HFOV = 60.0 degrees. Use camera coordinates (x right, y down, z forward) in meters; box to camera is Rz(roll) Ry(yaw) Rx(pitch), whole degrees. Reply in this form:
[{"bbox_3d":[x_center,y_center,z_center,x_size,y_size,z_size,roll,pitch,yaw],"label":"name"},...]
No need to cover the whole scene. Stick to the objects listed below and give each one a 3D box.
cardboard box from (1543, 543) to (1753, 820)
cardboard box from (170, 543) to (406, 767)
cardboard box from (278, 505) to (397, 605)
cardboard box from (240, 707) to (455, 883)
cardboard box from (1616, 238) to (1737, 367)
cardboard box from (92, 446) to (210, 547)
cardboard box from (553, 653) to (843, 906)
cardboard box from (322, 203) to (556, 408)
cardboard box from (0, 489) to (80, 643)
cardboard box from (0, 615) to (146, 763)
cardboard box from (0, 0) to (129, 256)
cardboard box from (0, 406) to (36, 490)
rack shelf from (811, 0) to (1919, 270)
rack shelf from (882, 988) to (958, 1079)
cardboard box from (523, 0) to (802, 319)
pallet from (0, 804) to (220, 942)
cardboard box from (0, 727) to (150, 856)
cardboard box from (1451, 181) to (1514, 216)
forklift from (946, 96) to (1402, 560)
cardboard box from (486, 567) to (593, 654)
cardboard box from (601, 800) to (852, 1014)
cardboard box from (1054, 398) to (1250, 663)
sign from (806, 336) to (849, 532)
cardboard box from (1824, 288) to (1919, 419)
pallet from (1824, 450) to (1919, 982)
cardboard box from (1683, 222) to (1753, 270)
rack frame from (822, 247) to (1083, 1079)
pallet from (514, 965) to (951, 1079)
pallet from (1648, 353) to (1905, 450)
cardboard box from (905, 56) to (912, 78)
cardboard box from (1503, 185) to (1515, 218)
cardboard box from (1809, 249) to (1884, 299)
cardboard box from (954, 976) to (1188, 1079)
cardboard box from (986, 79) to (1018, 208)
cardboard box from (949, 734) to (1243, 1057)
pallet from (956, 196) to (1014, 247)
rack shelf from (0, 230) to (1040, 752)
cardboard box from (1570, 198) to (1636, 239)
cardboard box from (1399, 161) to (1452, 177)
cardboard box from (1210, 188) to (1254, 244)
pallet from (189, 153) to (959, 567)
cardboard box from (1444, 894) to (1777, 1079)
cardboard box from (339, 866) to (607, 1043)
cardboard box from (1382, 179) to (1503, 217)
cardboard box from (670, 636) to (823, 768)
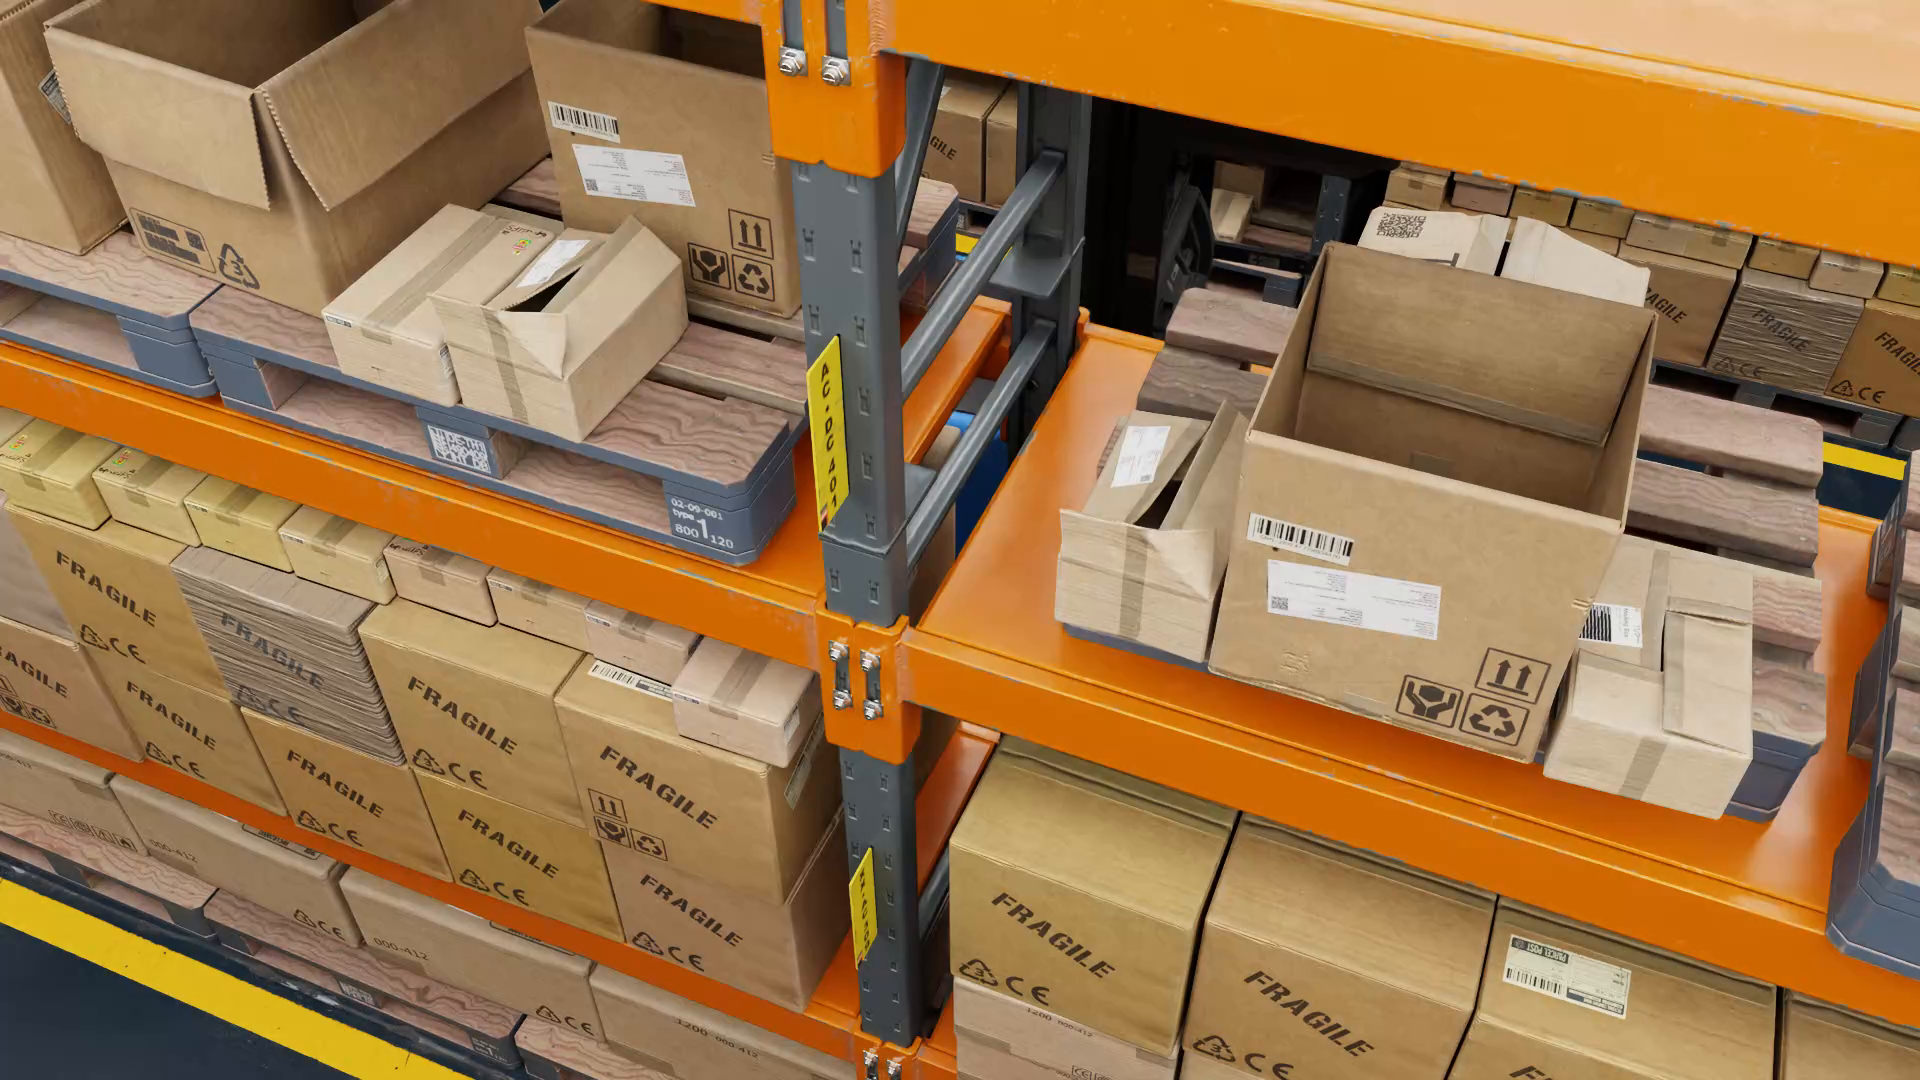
[{"bbox_3d":[1.042,0.196,2.507,0.250,0.166,0.380,13,46,13],"label":"cardboard box"},{"bbox_3d":[-1.471,0.140,4.041,0.500,0.500,0.500,17,47,16],"label":"cardboard box"},{"bbox_3d":[-1.311,-0.060,3.783,0.250,0.149,0.380,16,47,16],"label":"cardboard box"},{"bbox_3d":[-1.464,0.496,4.393,0.500,0.500,0.500,16,47,15],"label":"cardboard box"},{"bbox_3d":[3.231,-1.187,7.629,0.500,0.500,0.500,15,47,15],"label":"cardboard box"},{"bbox_3d":[-1.786,-0.188,3.911,0.250,0.149,0.380,16,47,16],"label":"cardboard box"},{"bbox_3d":[-0.533,0.416,3.765,0.500,0.500,0.500,16,47,16],"label":"cardboard box"},{"bbox_3d":[-0.948,-0.442,3.089,0.250,0.149,0.380,17,47,17],"label":"cardboard box"},{"bbox_3d":[-2.392,-0.136,4.319,0.500,0.500,0.500,16,47,16],"label":"cardboard box"},{"bbox_3d":[-2.410,0.218,4.672,0.500,0.500,0.500,16,47,16],"label":"cardboard box"},{"bbox_3d":[-1.880,-0.970,3.371,0.500,0.500,0.500,17,47,17],"label":"cardboard box"},{"bbox_3d":[-2.270,-0.314,4.038,0.250,0.149,0.380,17,47,16],"label":"cardboard box"},{"bbox_3d":[1.855,-0.433,1.938,4.000,0.370,1.077,16,47,16],"label":"rack shelf"},{"bbox_3d":[1.855,1.552,3.913,4.000,0.370,1.077,16,47,16],"label":"rack shelf"},{"bbox_3d":[-0.453,-0.826,3.226,0.500,0.500,0.500,17,47,17],"label":"cardboard box"},{"bbox_3d":[-2.915,0.822,6.113,1.213,0.211,1.003,16,47,16],"label":"pallet"},{"bbox_3d":[-3.035,0.541,5.937,0.875,0.438,0.875,15,47,15],"label":"cardboard box"},{"bbox_3d":[2.431,-1.676,7.661,0.250,0.149,0.380,15,47,15],"label":"cardboard box"},{"bbox_3d":[0.979,-0.860,5.875,3.031,2.935,1.130,12,46,12],"label":"forklift"},{"bbox_3d":[-0.826,0.041,3.681,0.250,0.149,0.380,16,47,16],"label":"cardboard box"},{"bbox_3d":[-0.517,0.759,4.129,0.500,0.500,0.500,17,47,16],"label":"cardboard box"},{"bbox_3d":[0.336,-0.047,2.680,0.258,0.266,0.396,16,47,15],"label":"cardboard box"},{"bbox_3d":[-0.203,-0.159,2.573,0.005,0.325,0.100,16,47,16],"label":"sign"},{"bbox_3d":[4.193,-0.913,7.354,0.500,0.500,0.500,18,48,18],"label":"cardboard box"},{"bbox_3d":[2.053,0.402,2.566,1.213,0.211,1.003,18,48,18],"label":"pallet"},{"bbox_3d":[3.374,-1.387,7.371,0.250,0.149,0.380,18,48,17],"label":"cardboard box"},{"bbox_3d":[0.009,0.754,4.205,0.127,3.000,1.000,16,47,16],"label":"rack frame"},{"bbox_3d":[-0.663,1.485,5.447,1.213,0.211,1.003,16,47,16],"label":"pallet"},{"bbox_3d":[3.812,-0.963,7.908,1.213,0.211,1.003,16,47,16],"label":"pallet"},{"bbox_3d":[-0.473,-2.342,8.791,0.500,0.500,0.700,18,48,17],"label":"cardboard box"},{"bbox_3d":[2.938,-1.660,8.105,0.500,0.500,0.500,15,47,14],"label":"cardboard box"},{"bbox_3d":[3.842,-1.232,7.216,0.250,0.149,0.380,14,47,14],"label":"cardboard box"},{"bbox_3d":[0.307,0.933,3.777,0.500,0.250,0.500,15,47,15],"label":"cardboard box"},{"bbox_3d":[0.485,-2.060,8.507,0.500,0.500,0.700,15,47,14],"label":"cardboard box"},{"bbox_3d":[0.304,0.671,3.509,0.500,0.500,0.500,17,47,16],"label":"cardboard box"},{"bbox_3d":[0.153,-2.007,8.957,1.213,0.211,1.003,16,47,16],"label":"pallet"},{"bbox_3d":[-1.837,-0.598,3.946,4.000,0.370,1.077,16,47,16],"label":"rack shelf"},{"bbox_3d":[2.930,-1.548,7.532,0.250,0.149,0.380,16,47,15],"label":"cardboard box"},{"bbox_3d":[2.169,-1.845,7.621,0.250,0.149,0.380,16,47,15],"label":"cardboard box"},{"bbox_3d":[1.289,-1.577,8.270,0.250,0.149,0.380,15,47,15],"label":"cardboard box"},{"bbox_3d":[-0.742,-0.507,3.408,1.213,0.211,1.003,16,47,16],"label":"pallet"},{"bbox_3d":[1.247,0.928,3.249,0.500,0.500,0.500,15,47,15],"label":"cardboard box"},{"bbox_3d":[-1.356,1.030,5.446,0.875,0.438,0.875,15,47,15],"label":"cardboard box"},{"bbox_3d":[2.276,-1.463,7.907,0.500,0.500,0.500,18,48,18],"label":"cardboard box"},{"bbox_3d":[-0.398,0.258,3.464,0.250,0.149,0.380,15,47,15],"label":"cardboard box"}]
